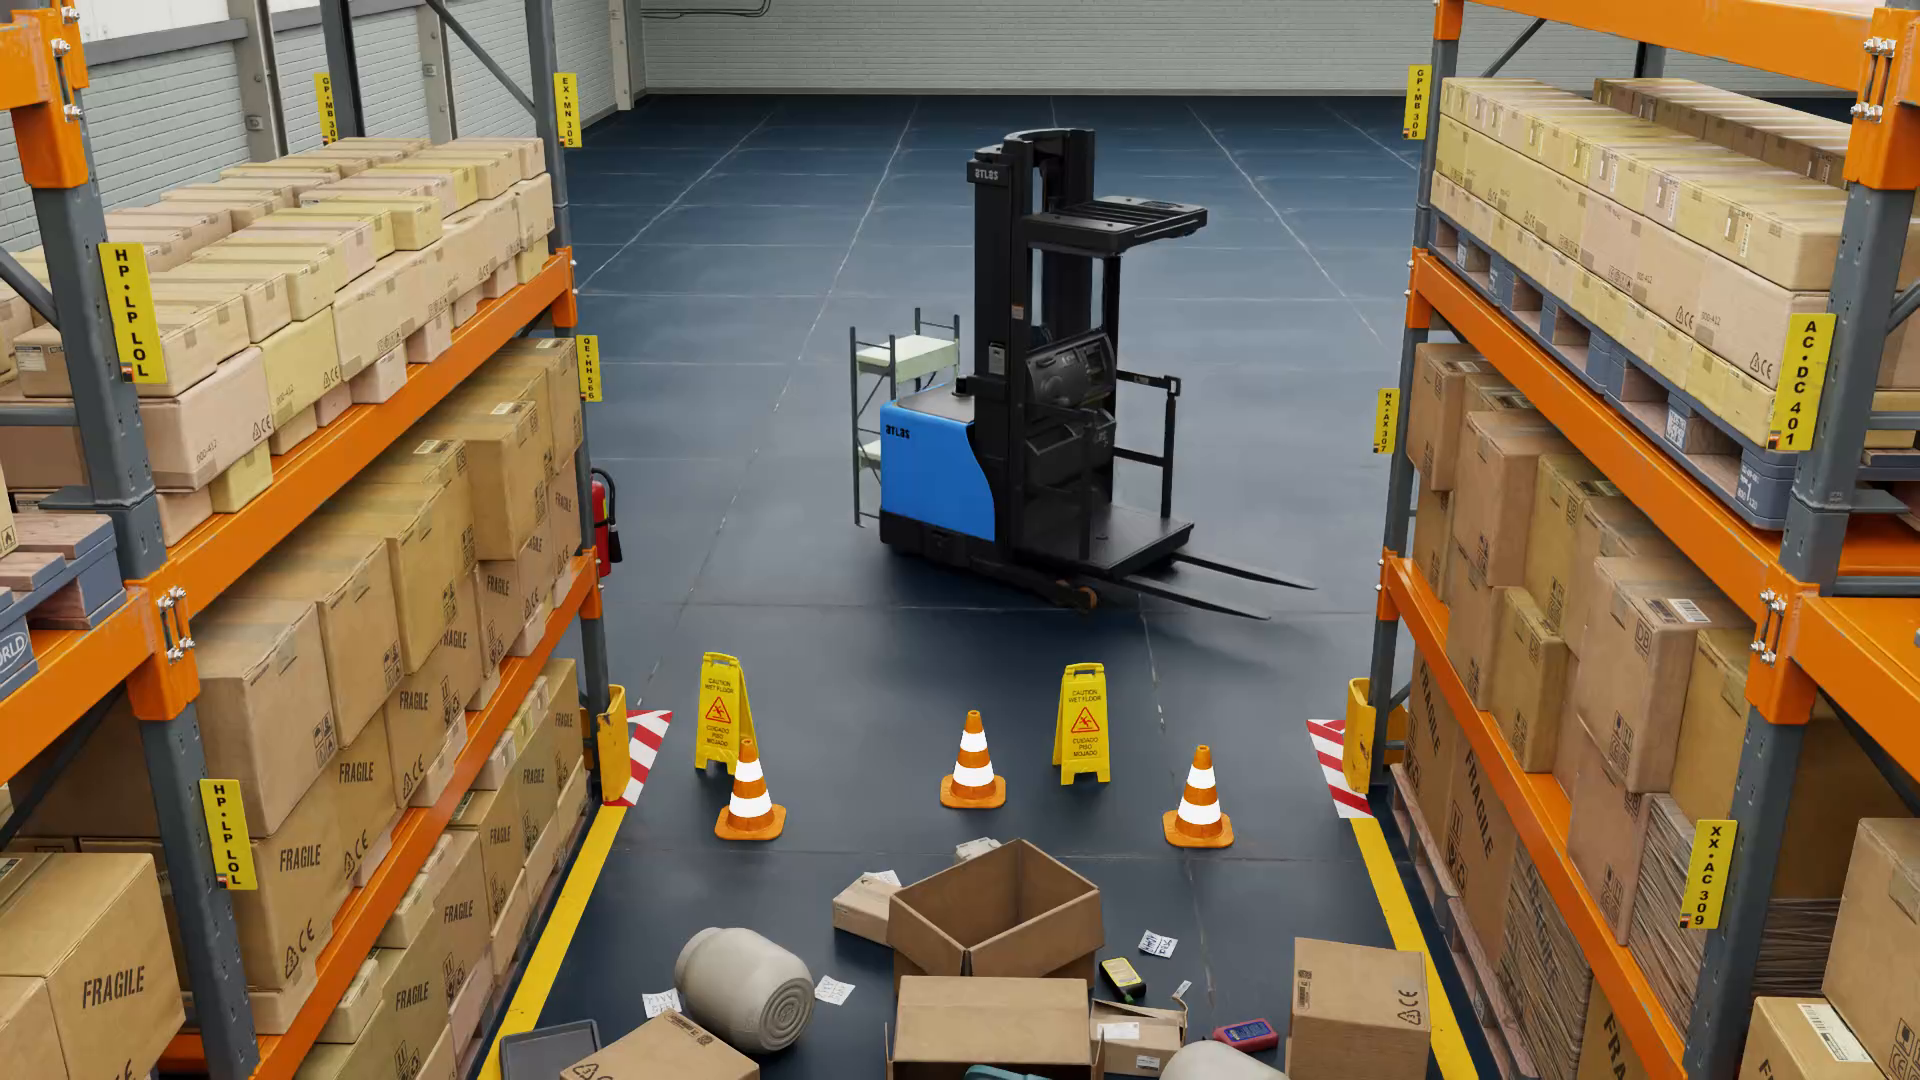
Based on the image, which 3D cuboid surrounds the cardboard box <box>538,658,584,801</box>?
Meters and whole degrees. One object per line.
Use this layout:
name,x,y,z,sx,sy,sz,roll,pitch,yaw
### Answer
cardboard box,-2.092,0.883,7.791,0.500,0.500,0.500,1,21,2

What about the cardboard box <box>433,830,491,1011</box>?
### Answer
cardboard box,-2.140,1.445,6.342,0.500,0.500,0.500,2,21,4

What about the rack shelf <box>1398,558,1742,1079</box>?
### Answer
rack shelf,2.562,0.806,6.431,0.919,0.052,3.809,1,21,2

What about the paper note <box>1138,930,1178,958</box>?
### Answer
paper note,0.879,1.790,7.376,0.144,0.017,0.142,8,23,20

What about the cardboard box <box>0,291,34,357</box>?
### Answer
cardboard box,-2.727,-0.565,4.436,0.380,0.149,0.250,0,21,0

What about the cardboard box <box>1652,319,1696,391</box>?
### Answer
cardboard box,2.206,-0.525,4.718,0.380,0.149,0.250,1,21,2

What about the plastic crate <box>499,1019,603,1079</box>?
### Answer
plastic crate,-1.583,2.103,6.499,0.402,0.080,0.583,-7,22,-17

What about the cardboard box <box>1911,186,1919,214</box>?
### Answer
cardboard box,2.874,-0.981,4.790,0.380,0.149,0.250,0,21,1

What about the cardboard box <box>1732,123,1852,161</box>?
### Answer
cardboard box,2.905,-1.347,5.732,0.380,0.149,0.250,1,21,2

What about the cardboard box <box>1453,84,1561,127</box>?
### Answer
cardboard box,2.286,-1.816,6.942,0.380,0.149,0.250,1,21,2

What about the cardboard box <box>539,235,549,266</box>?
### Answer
cardboard box,-2.060,-1.295,7.421,0.380,0.149,0.250,1,21,2

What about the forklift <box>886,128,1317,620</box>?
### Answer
forklift,0.896,-1.107,10.831,3.031,2.935,1.121,16,26,35

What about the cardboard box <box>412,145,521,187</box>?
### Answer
cardboard box,-2.090,-1.581,7.055,0.380,0.149,0.250,1,21,3

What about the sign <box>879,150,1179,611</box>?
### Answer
sign,0.445,-1.190,11.188,2.177,2.768,2.025,1,21,2

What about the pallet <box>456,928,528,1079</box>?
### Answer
pallet,-2.468,2.619,4.987,1.045,0.211,5.110,1,21,2

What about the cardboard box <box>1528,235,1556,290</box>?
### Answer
cardboard box,2.246,-0.983,5.898,0.380,0.149,0.250,1,21,2

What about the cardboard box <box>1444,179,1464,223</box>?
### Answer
cardboard box,2.285,-1.439,7.074,0.380,0.149,0.250,1,21,2

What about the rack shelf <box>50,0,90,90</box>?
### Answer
rack shelf,-2.389,-1.883,5.441,1.077,0.370,4.000,1,21,2

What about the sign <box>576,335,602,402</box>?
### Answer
sign,-1.774,-0.820,7.958,0.100,0.325,0.005,1,21,2

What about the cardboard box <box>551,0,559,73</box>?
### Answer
cardboard box,-3.179,-11.385,28.930,9.106,9.000,0.560,0,21,1

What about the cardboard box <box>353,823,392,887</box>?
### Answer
cardboard box,-2.144,1.030,5.576,0.380,0.149,0.250,1,21,3

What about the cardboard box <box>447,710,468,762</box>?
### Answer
cardboard box,-2.092,0.753,6.289,0.380,0.149,0.250,1,21,1

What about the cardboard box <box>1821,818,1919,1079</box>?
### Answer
cardboard box,2.492,0.985,3.823,0.700,0.500,0.500,0,21,1

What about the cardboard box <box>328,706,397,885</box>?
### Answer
cardboard box,-2.166,0.777,5.330,0.500,0.500,0.500,1,21,1

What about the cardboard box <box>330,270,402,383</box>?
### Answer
cardboard box,-2.128,-0.691,5.312,0.500,0.250,0.500,1,21,2

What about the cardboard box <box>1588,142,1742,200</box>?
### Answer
cardboard box,2.233,-1.169,5.276,0.380,0.149,0.250,0,21,1

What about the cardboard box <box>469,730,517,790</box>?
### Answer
cardboard box,-2.057,0.900,6.850,0.380,0.149,0.250,2,21,4

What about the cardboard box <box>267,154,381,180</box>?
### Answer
cardboard box,-2.604,-1.492,6.826,0.380,0.149,0.250,1,21,2

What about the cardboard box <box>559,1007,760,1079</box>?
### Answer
cardboard box,-1.057,2.092,5.943,0.500,0.500,0.500,18,27,38

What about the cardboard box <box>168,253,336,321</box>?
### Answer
cardboard box,-2.084,-0.748,4.907,0.380,0.149,0.250,0,21,1

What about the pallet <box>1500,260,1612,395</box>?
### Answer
pallet,2.576,-0.775,5.855,1.003,0.211,1.213,1,21,2

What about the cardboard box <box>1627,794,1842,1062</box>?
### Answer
cardboard box,2.500,1.115,4.802,0.875,0.550,0.550,1,21,2

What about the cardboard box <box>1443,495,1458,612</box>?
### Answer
cardboard box,2.662,0.136,7.325,0.875,0.550,0.550,1,21,2

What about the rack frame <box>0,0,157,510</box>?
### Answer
rack frame,-2.450,-1.497,3.446,1.000,3.000,0.127,1,21,2

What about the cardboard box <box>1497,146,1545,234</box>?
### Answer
cardboard box,2.322,-1.300,6.164,0.500,0.250,0.500,0,21,1

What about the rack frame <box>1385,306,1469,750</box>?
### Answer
rack frame,2.626,-0.128,8.213,0.949,2.616,0.053,1,21,2

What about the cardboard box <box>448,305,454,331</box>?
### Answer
cardboard box,-2.126,-0.833,6.229,0.380,0.149,0.250,0,21,0

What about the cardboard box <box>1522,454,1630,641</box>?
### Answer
cardboard box,2.609,0.026,6.115,0.875,0.550,0.500,1,21,2

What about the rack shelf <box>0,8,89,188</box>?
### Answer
rack shelf,-2.511,-0.252,1.785,1.077,0.370,4.000,1,21,2

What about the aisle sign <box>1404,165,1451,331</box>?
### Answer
aisle sign,2.325,-1.369,7.817,0.394,0.787,0.004,1,21,2

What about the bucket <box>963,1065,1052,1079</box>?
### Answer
bucket,0.201,2.061,4.995,0.726,0.611,0.620,8,33,20

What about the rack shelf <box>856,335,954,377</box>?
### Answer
rack shelf,-0.392,-1.330,12.034,0.368,0.124,0.686,16,26,35

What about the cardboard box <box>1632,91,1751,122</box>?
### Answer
cardboard box,2.858,0.856,2.749,0.691,2.098,9.463,0,21,-1

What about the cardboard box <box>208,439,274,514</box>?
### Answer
cardboard box,-2.129,-0.185,4.560,0.380,0.149,0.250,1,21,2

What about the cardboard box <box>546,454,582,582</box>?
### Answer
cardboard box,-2.069,-0.132,7.673,0.500,0.500,0.500,0,21,1

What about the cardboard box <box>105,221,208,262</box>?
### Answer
cardboard box,-2.686,-0.940,5.403,0.380,0.149,0.250,1,21,2

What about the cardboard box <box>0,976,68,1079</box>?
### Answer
cardboard box,-2.248,1.268,3.485,0.500,0.500,0.500,1,21,2

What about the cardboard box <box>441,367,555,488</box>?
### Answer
cardboard box,-2.148,-0.428,7.052,0.700,0.500,0.500,1,21,2

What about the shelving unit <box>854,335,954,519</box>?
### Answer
shelving unit,-0.396,-0.873,12.207,0.431,1.308,0.731,16,26,35

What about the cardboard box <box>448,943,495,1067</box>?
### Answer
cardboard box,-2.144,1.791,6.487,0.500,0.250,0.500,0,21,1

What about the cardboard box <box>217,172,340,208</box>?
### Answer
cardboard box,-4.865,-0.589,6.432,4.904,1.547,0.749,0,21,1

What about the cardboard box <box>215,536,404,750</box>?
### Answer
cardboard box,-2.182,0.308,5.158,0.700,0.500,0.500,1,21,2

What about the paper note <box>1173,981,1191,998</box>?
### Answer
paper note,0.947,1.913,7.084,0.032,0.001,0.123,13,25,29
